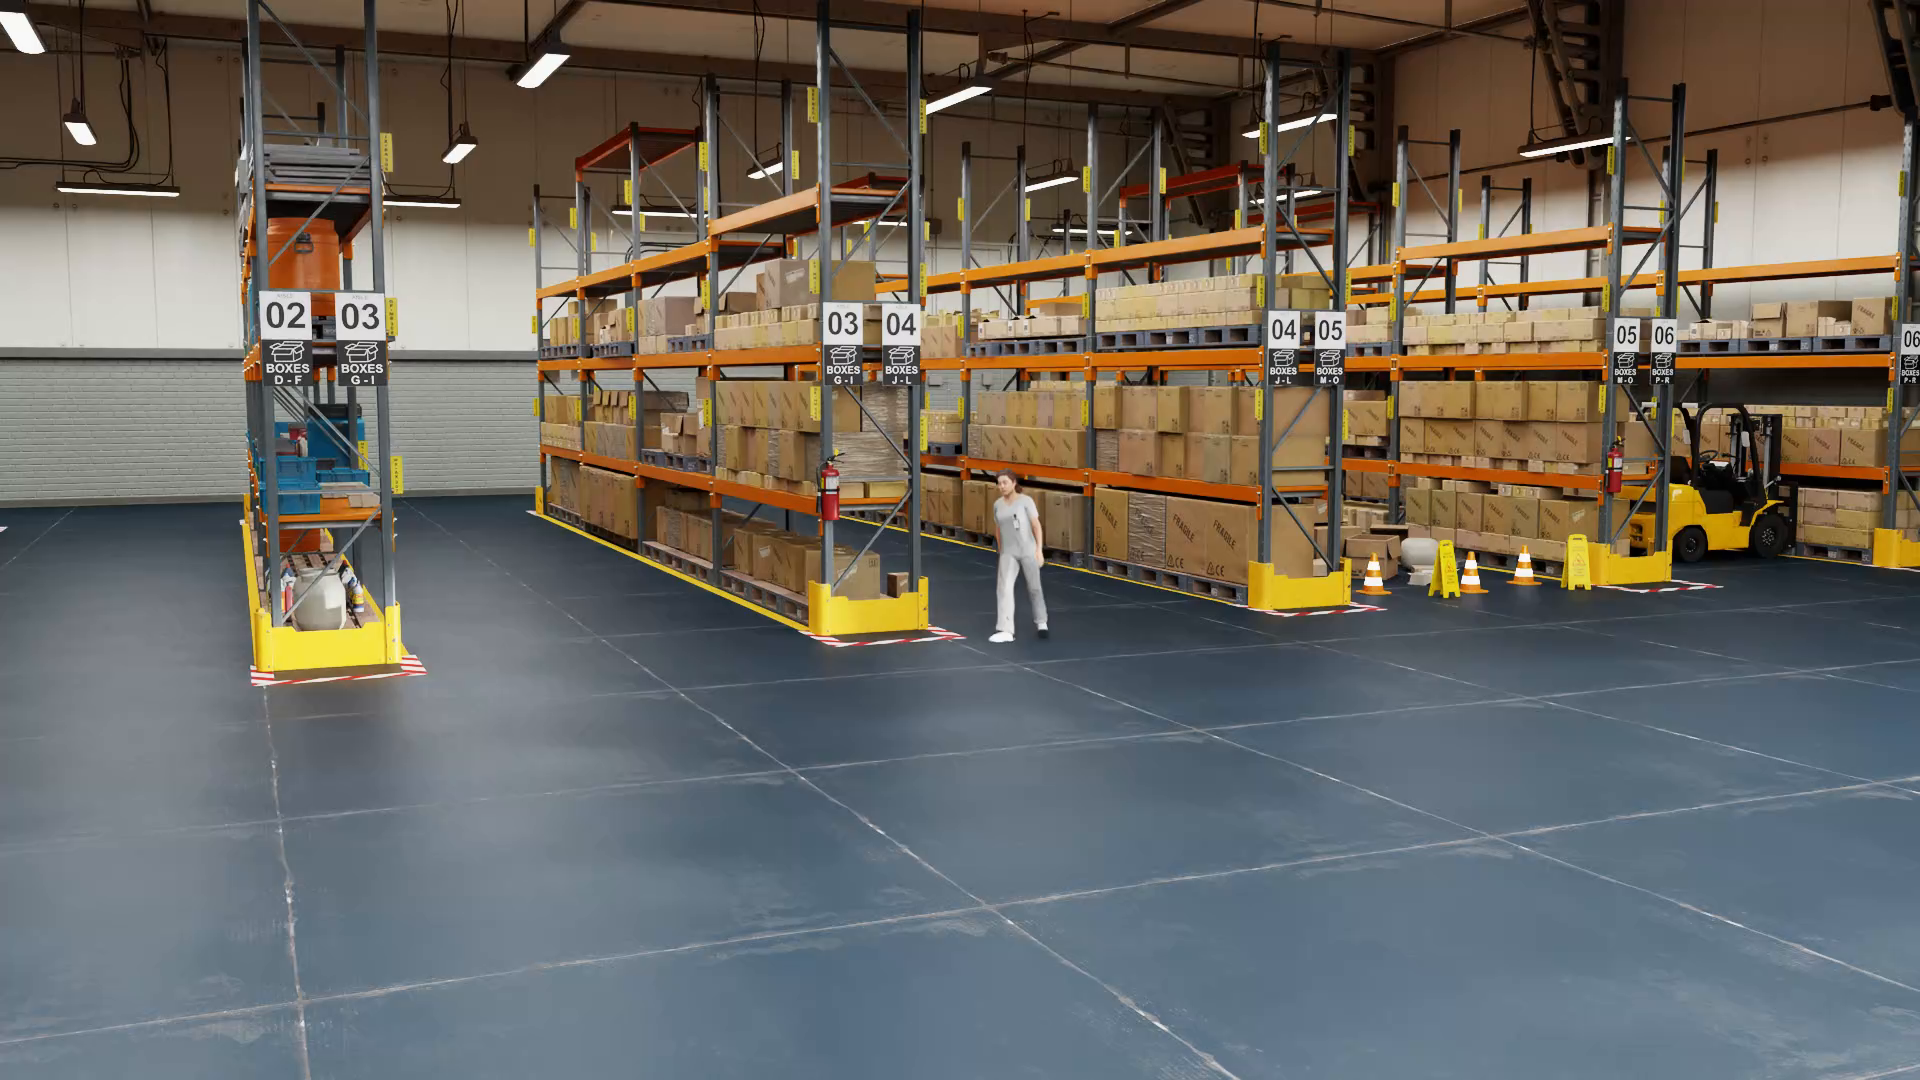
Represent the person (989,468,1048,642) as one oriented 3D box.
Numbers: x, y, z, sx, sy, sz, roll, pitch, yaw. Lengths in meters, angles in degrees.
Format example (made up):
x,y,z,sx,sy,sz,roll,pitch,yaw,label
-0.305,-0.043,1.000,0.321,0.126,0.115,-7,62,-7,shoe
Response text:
x,y,z,sx,sy,sz,roll,pitch,yaw,label
0.555,0.127,15.710,0.527,1.606,1.008,1,6,15,person
